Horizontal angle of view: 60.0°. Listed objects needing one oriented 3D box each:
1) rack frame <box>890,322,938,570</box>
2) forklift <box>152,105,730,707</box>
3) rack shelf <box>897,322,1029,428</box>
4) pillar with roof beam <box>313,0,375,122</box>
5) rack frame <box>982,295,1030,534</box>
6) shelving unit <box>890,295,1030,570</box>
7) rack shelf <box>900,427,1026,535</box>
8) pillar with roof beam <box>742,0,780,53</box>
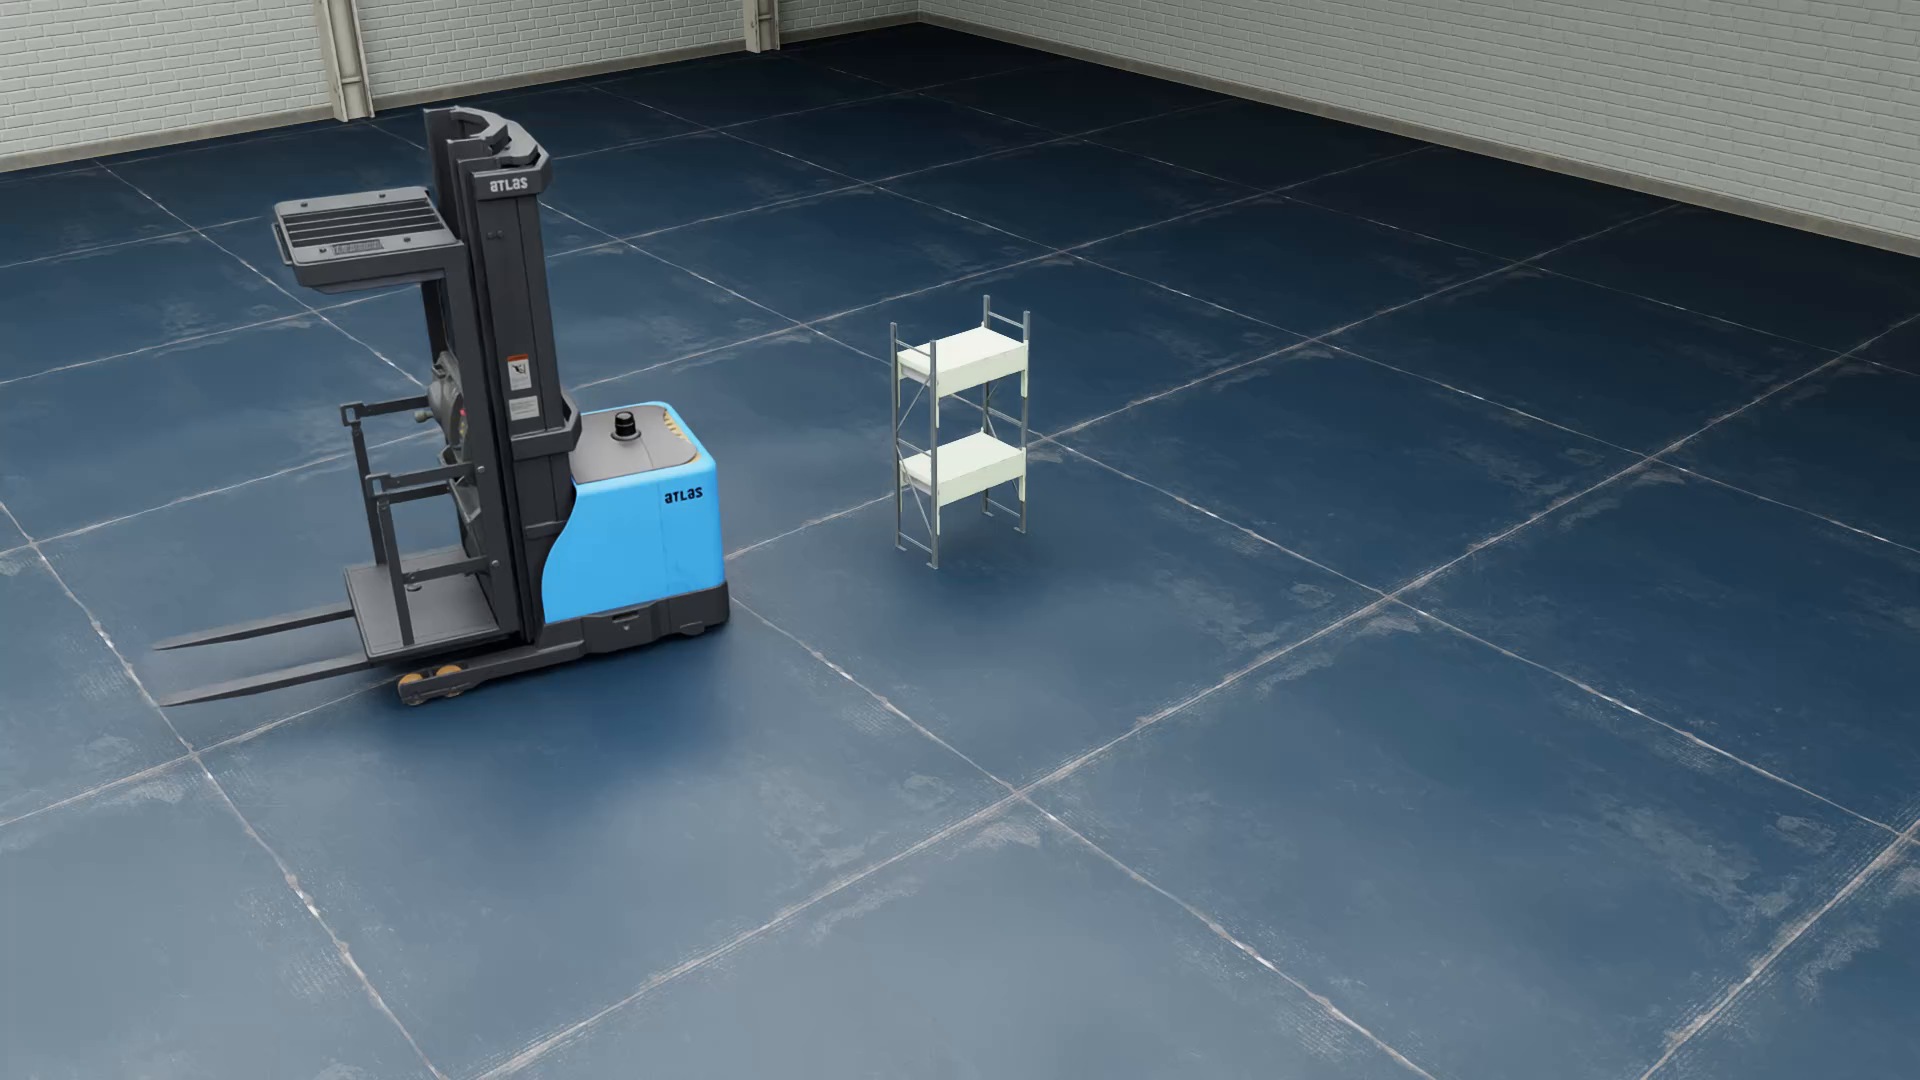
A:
[{"bbox_3d":[-0.273,-0.552,10.049,0.023,1.500,0.400,-22,35,-35],"label":"rack frame"},{"bbox_3d":[-2.893,-0.689,8.787,3.031,2.935,1.130,-12,31,-22],"label":"forklift"},{"bbox_3d":[0.005,-1.008,10.075,0.720,0.370,0.431,-22,35,-35],"label":"rack shelf"},{"bbox_3d":[-4.580,-7.577,15.239,0.400,9.000,9.100,-22,35,-35],"label":"pillar with roof beam"},{"bbox_3d":[0.284,-0.775,10.468,0.023,1.500,0.400,-22,35,-35],"label":"rack frame"},{"bbox_3d":[0.005,-0.664,10.259,0.755,1.500,0.431,-22,35,-35],"label":"shelving unit"},{"bbox_3d":[0.005,-0.376,10.412,0.720,0.370,0.431,-22,35,-35],"label":"rack shelf"},{"bbox_3d":[-0.015,-9.412,18.673,0.400,9.000,9.100,-22,35,-35],"label":"pillar with roof beam"}]
